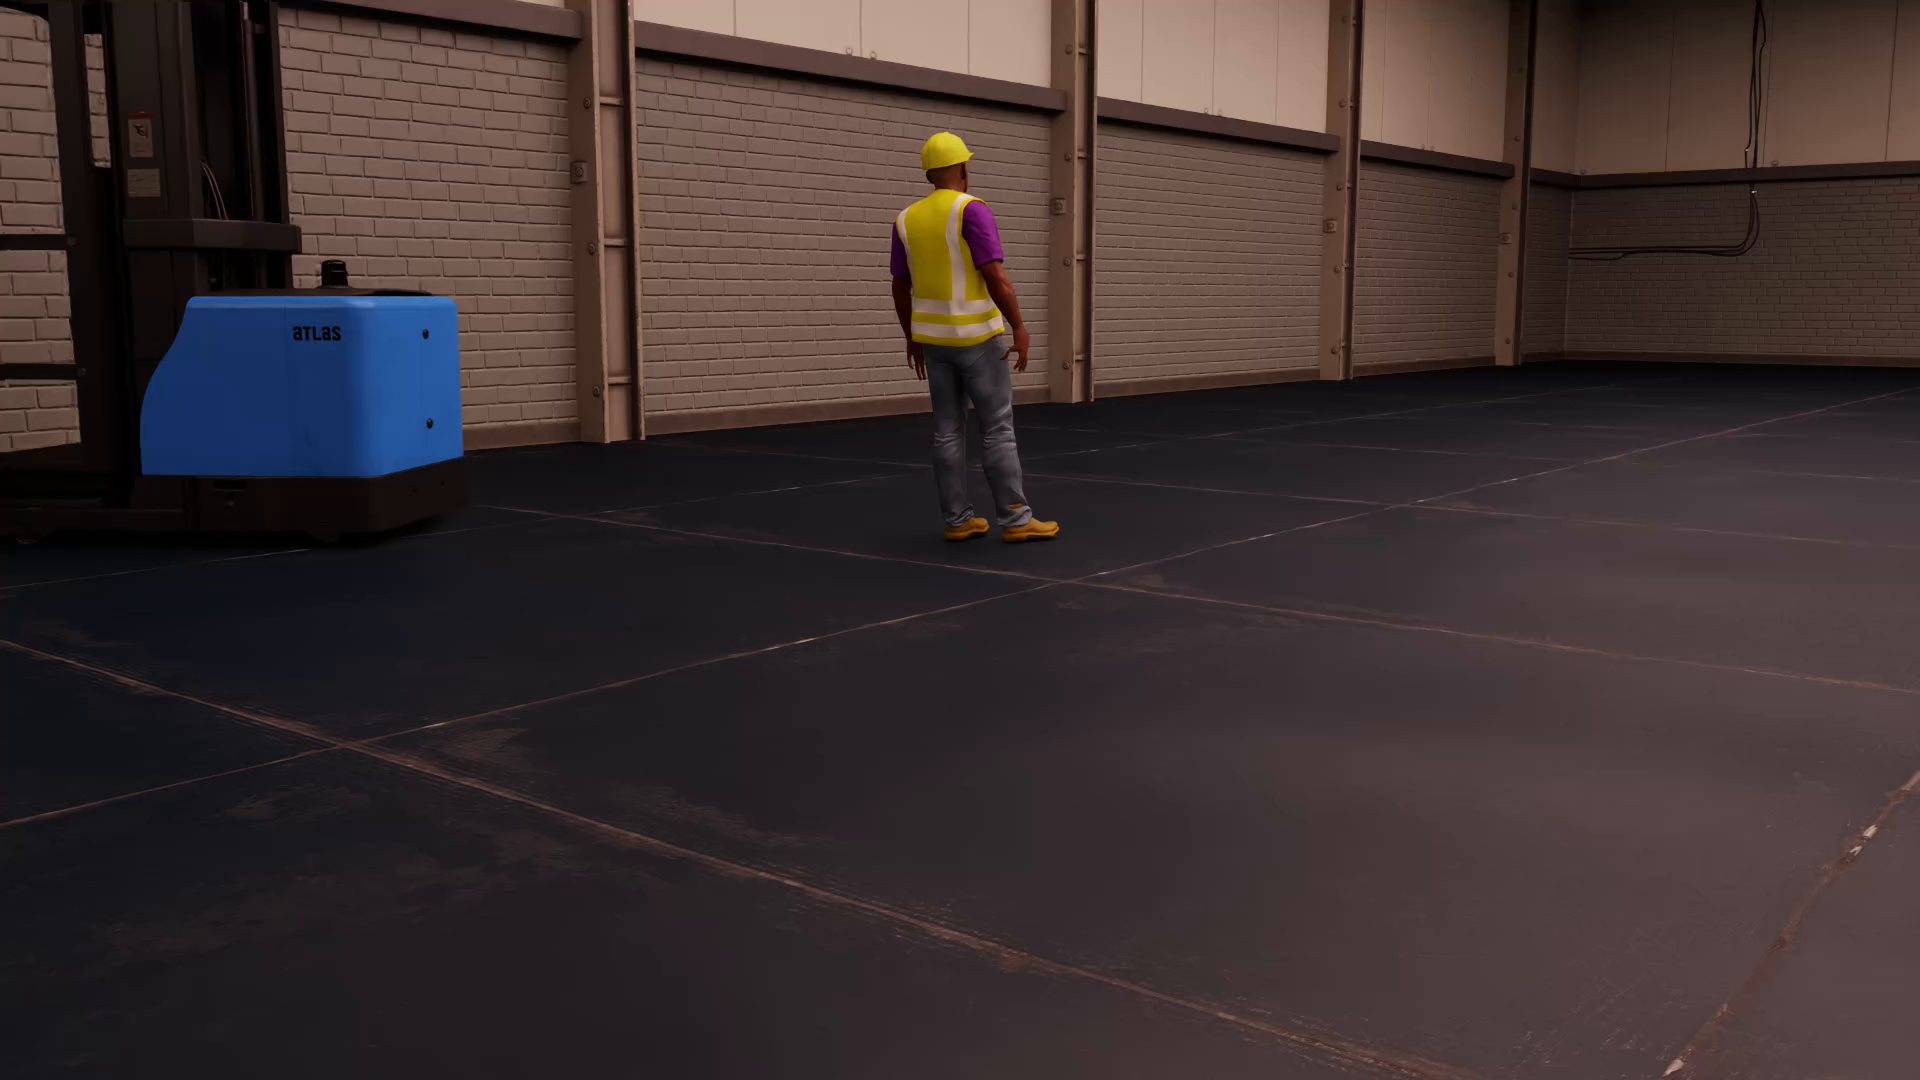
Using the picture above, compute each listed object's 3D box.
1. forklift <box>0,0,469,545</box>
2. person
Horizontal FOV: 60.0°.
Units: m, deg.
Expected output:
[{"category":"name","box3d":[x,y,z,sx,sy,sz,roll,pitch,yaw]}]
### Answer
[{"category":"forklift","box3d":[-3.928,-1.505,7.567,3.031,2.935,1.130,1,8,6]},{"category":"person","box3d":[0.048,-0.888,7.326,0.666,1.765,0.577,7,11,38]}]
